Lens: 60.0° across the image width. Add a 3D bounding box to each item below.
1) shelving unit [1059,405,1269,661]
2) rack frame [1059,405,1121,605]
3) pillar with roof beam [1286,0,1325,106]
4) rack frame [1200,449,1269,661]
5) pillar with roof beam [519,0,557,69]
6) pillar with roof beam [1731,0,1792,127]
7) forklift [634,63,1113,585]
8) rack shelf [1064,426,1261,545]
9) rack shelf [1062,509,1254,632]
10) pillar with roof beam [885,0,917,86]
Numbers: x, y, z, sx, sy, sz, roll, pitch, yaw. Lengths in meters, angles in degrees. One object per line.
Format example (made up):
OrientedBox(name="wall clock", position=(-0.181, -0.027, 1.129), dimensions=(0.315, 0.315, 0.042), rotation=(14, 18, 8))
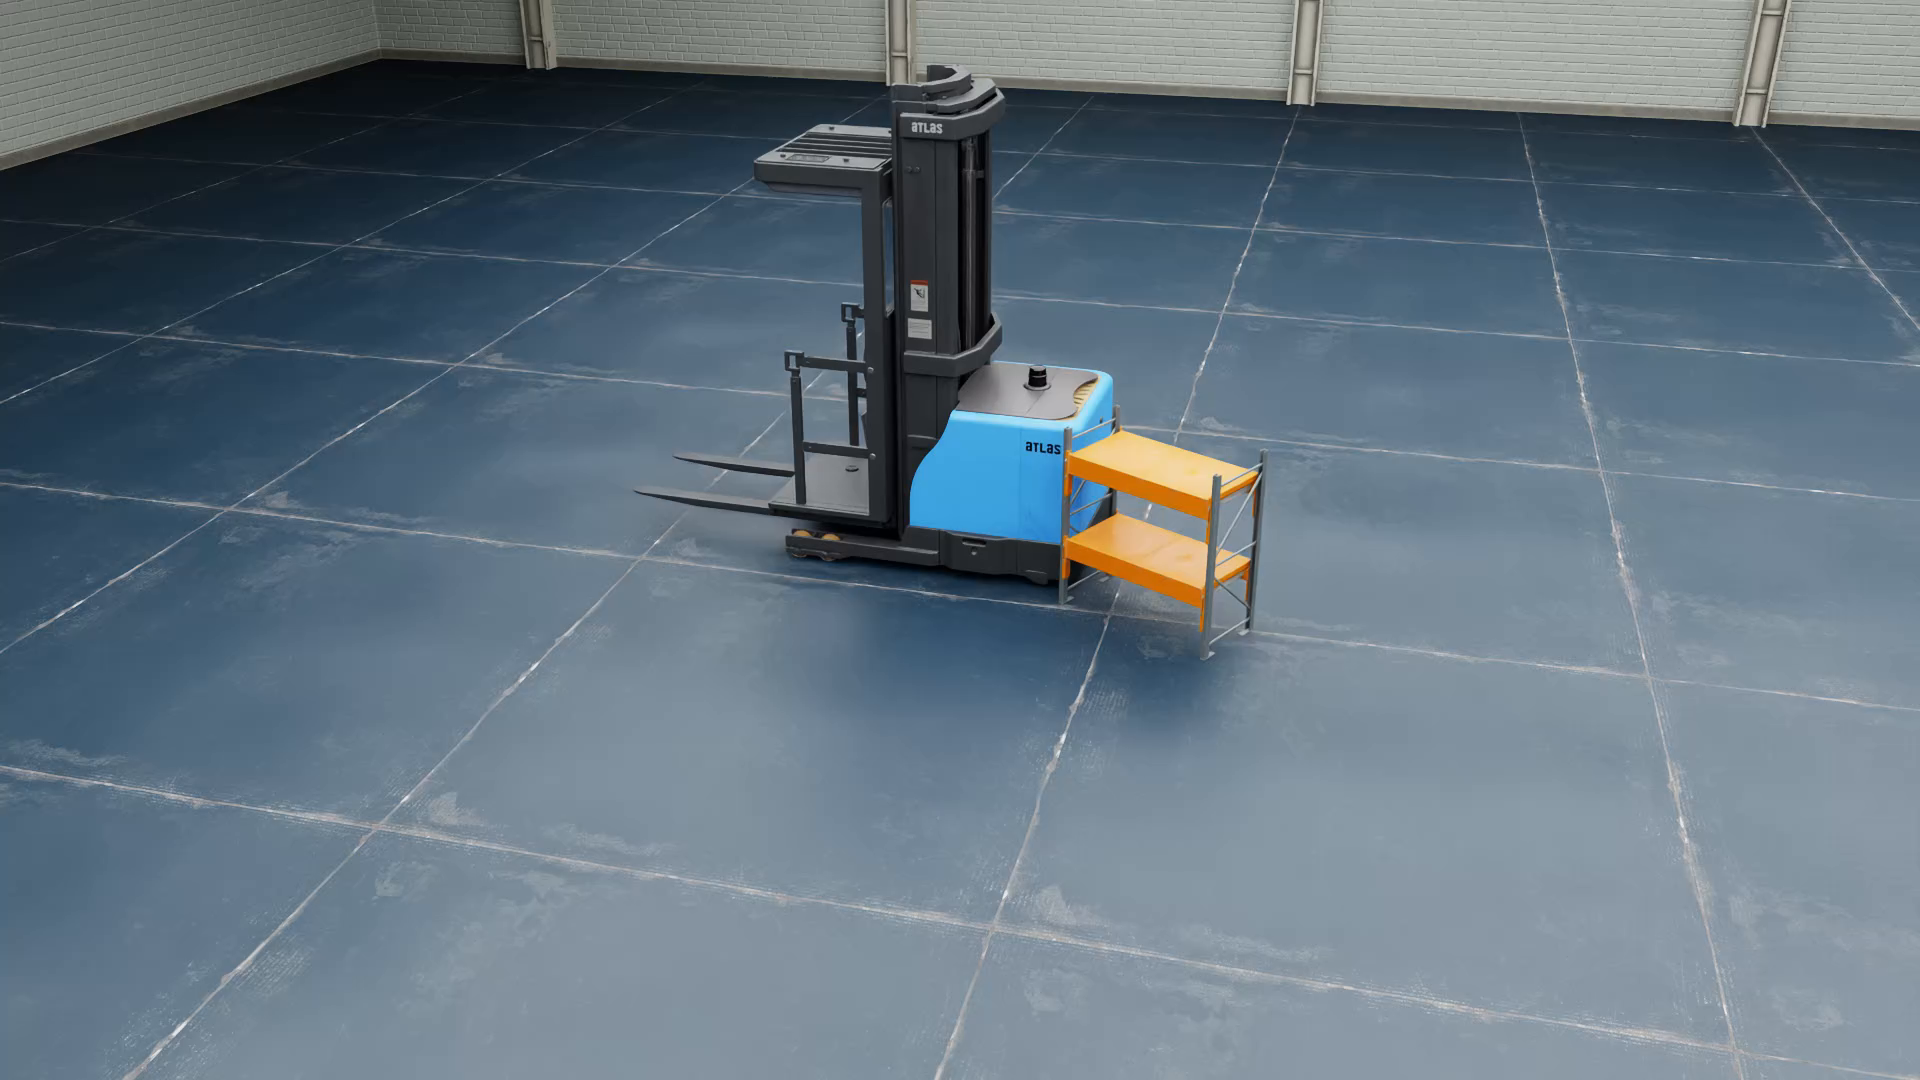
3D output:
OrientedBox(name="shelving unit", position=(1.147, -0.059, 9.565), dimensions=(1.048, 1.125, 0.538), rotation=(21, 33, 37))
OrientedBox(name="rack frame", position=(0.770, -0.205, 9.872), dimensions=(0.032, 1.125, 0.500), rotation=(21, 33, 37))
OrientedBox(name="pillar with roof beam", position=(3.846, -8.570, 18.282), dimensions=(0.400, 9.000, 9.100), rotation=(6, 26, 13))
OrientedBox(name="rack frame", position=(1.525, 0.088, 9.258), dimensions=(0.032, 1.125, 0.500), rotation=(21, 33, 37))
OrientedBox(name="pillar with roof beam", position=(-7.776, -9.855, 20.981), dimensions=(0.400, 9.000, 9.100), rotation=(6, 26, 13))
OrientedBox(name="pillar with roof beam", position=(9.657, -7.928, 16.933), dimensions=(0.400, 9.000, 9.100), rotation=(6, 26, 13))
OrientedBox(name="forklift", position=(-0.598, -1.399, 10.279), dimensions=(3.031, 2.935, 1.130), rotation=(7, 26, 15))
OrientedBox(name="rack shelf", position=(1.147, -0.323, 9.439), dimensions=(1.000, 0.278, 0.538), rotation=(21, 33, 37))
OrientedBox(name="rack shelf", position=(1.147, 0.162, 9.670), dimensions=(1.000, 0.278, 0.538), rotation=(21, 33, 37))
OrientedBox(name="pillar with roof beam", position=(-1.965, -9.212, 19.632), dimensions=(0.400, 9.000, 9.100), rotation=(6, 26, 13))
